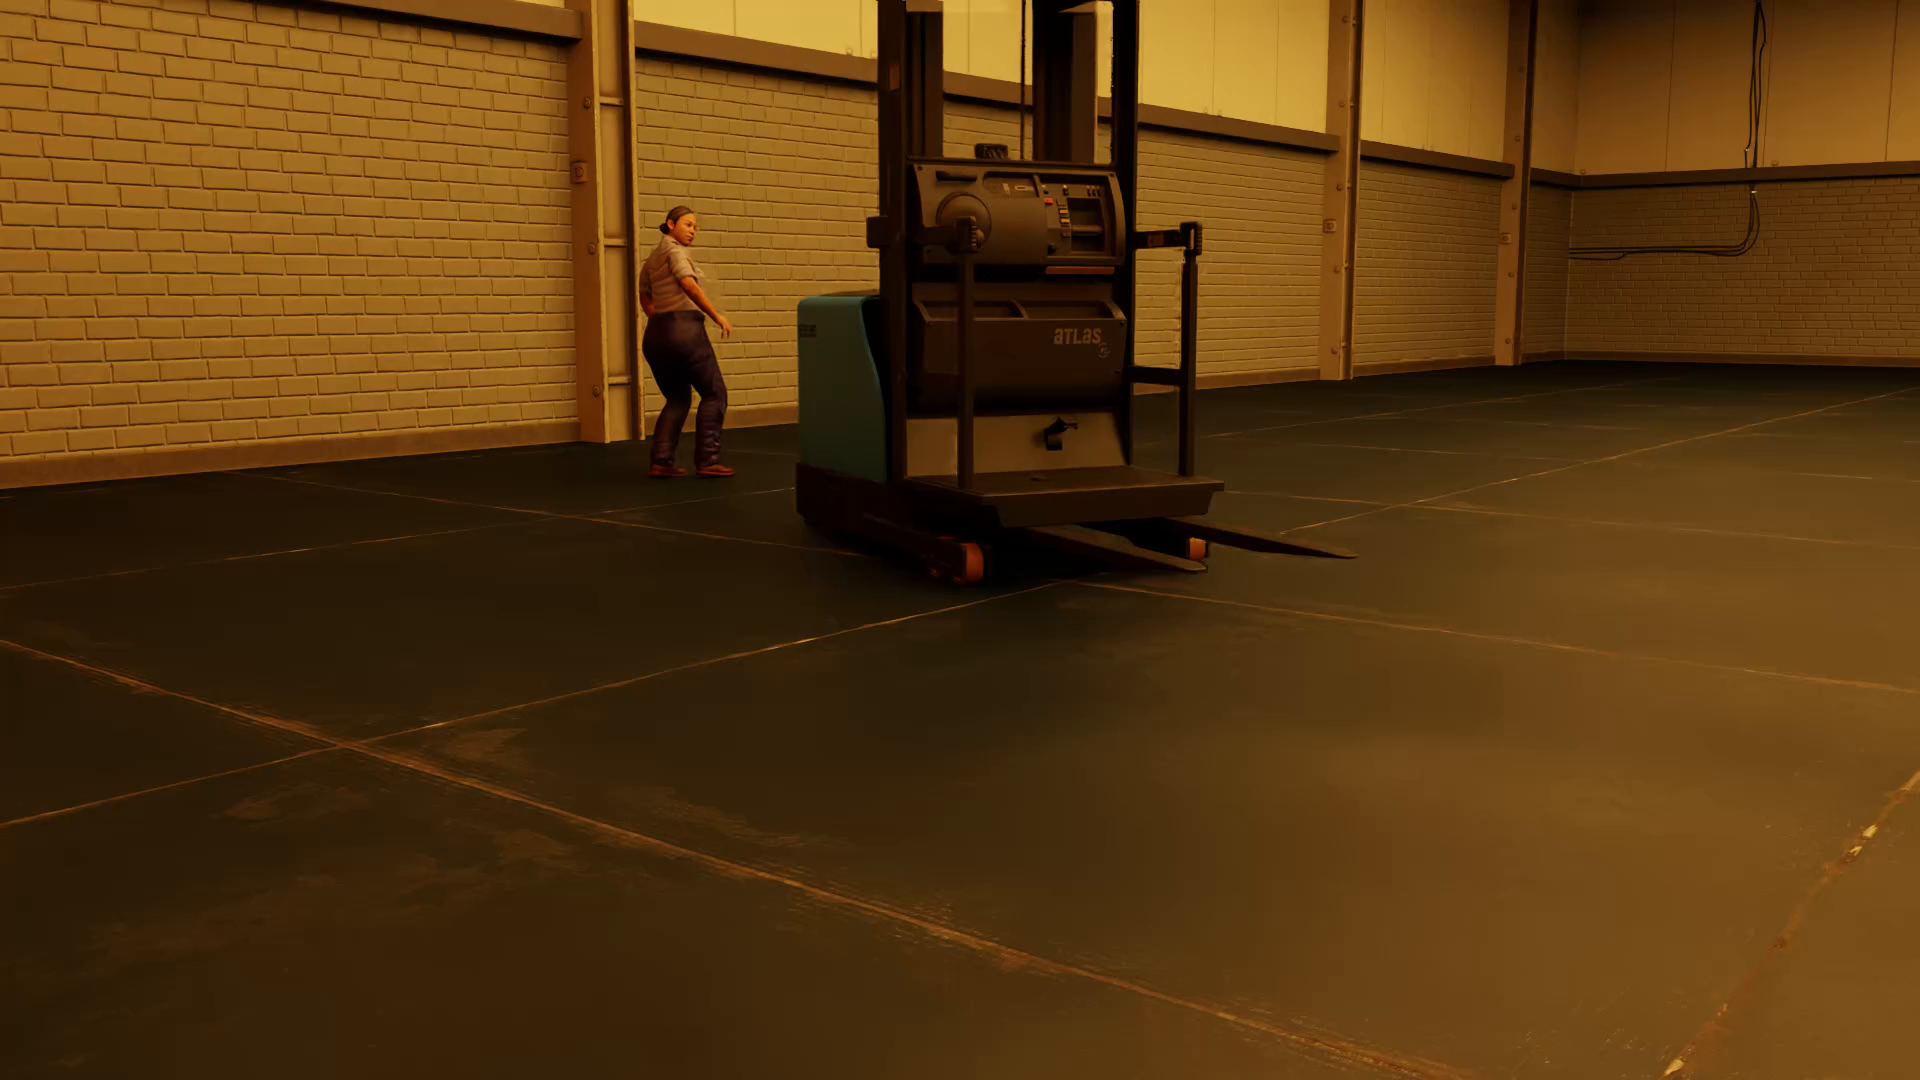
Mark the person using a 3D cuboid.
[{"bbox_3d":[-1.654,-1.172,9.920,0.492,1.611,0.685,-8,12,-44],"label":"person"}]

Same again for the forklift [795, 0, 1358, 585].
[{"bbox_3d":[0.344,-1.352,6.522,1.130,2.935,3.031,-4,9,-26],"label":"forklift"}]
